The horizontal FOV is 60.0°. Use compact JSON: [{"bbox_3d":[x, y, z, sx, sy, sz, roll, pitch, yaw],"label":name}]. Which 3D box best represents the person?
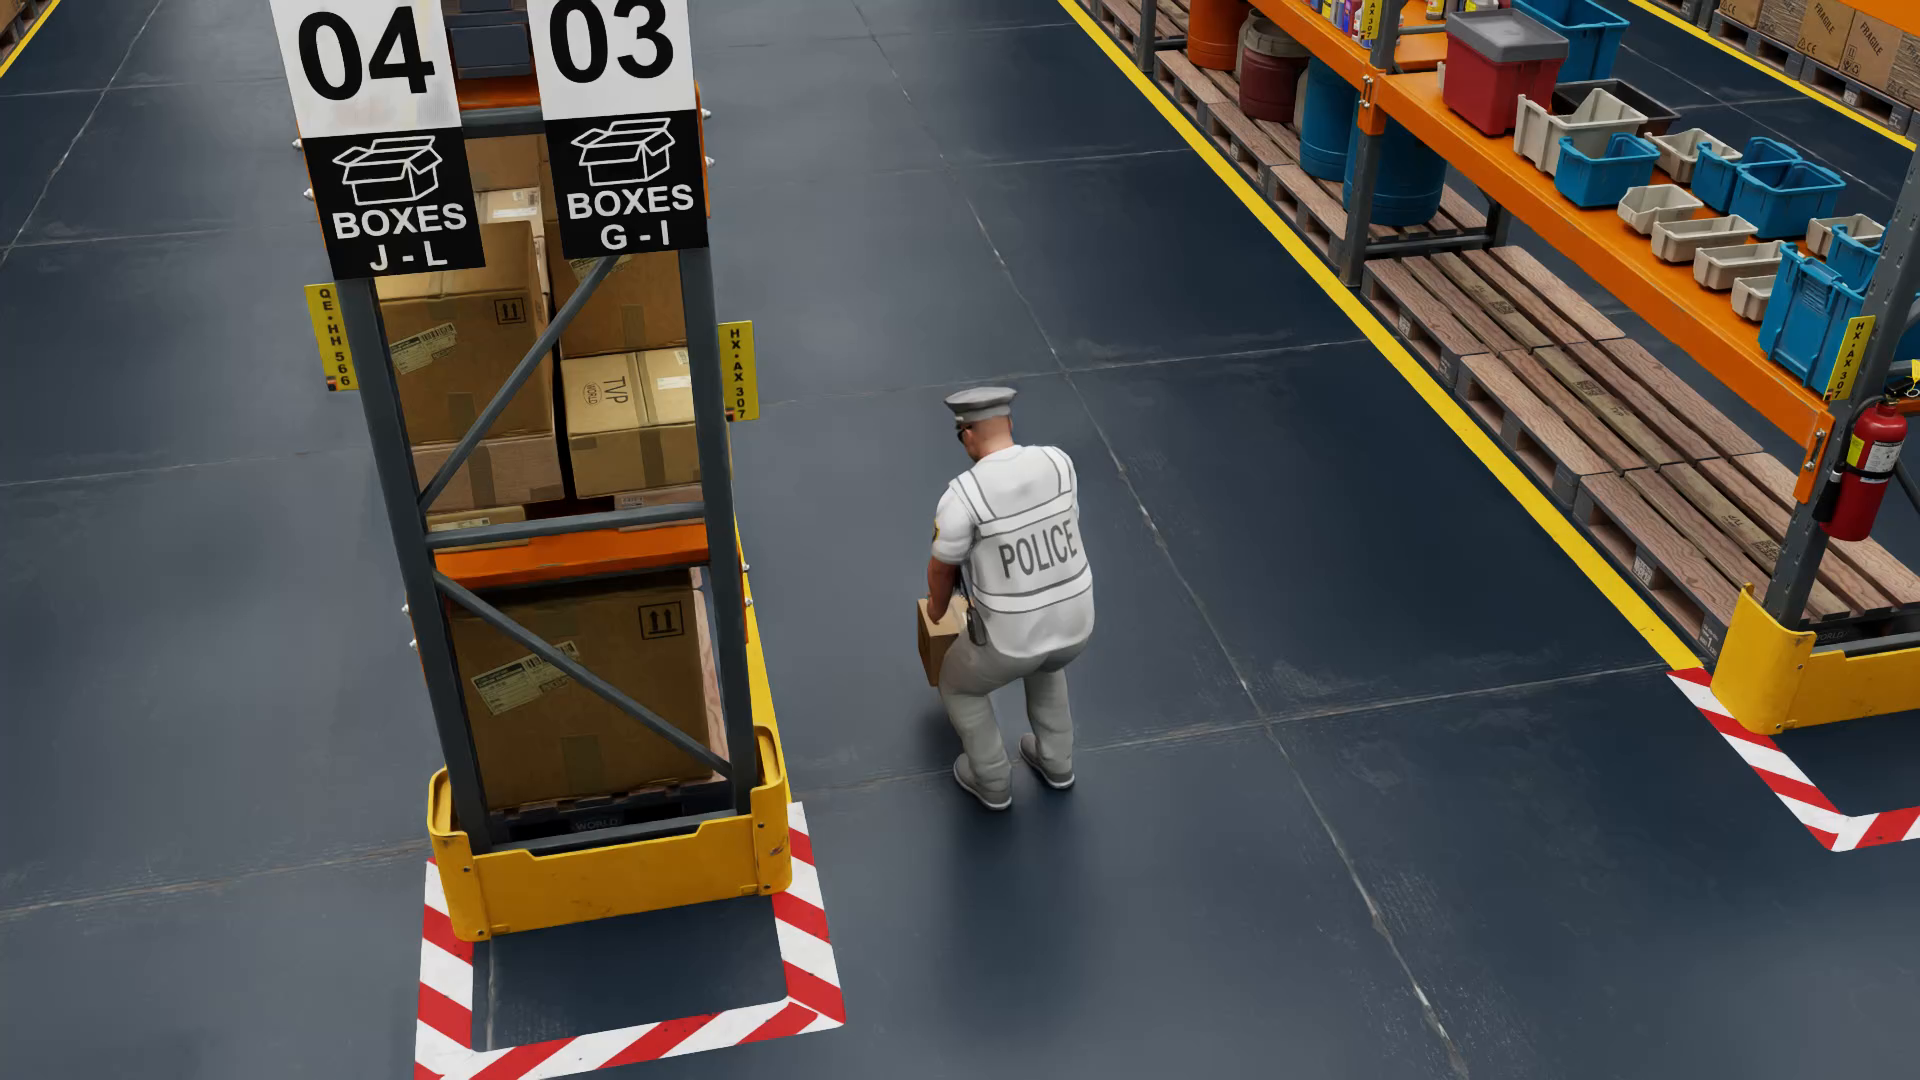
[{"bbox_3d":[0.164,0.239,5.918,0.578,1.614,0.634,-16,37,-22],"label":"person"}]
